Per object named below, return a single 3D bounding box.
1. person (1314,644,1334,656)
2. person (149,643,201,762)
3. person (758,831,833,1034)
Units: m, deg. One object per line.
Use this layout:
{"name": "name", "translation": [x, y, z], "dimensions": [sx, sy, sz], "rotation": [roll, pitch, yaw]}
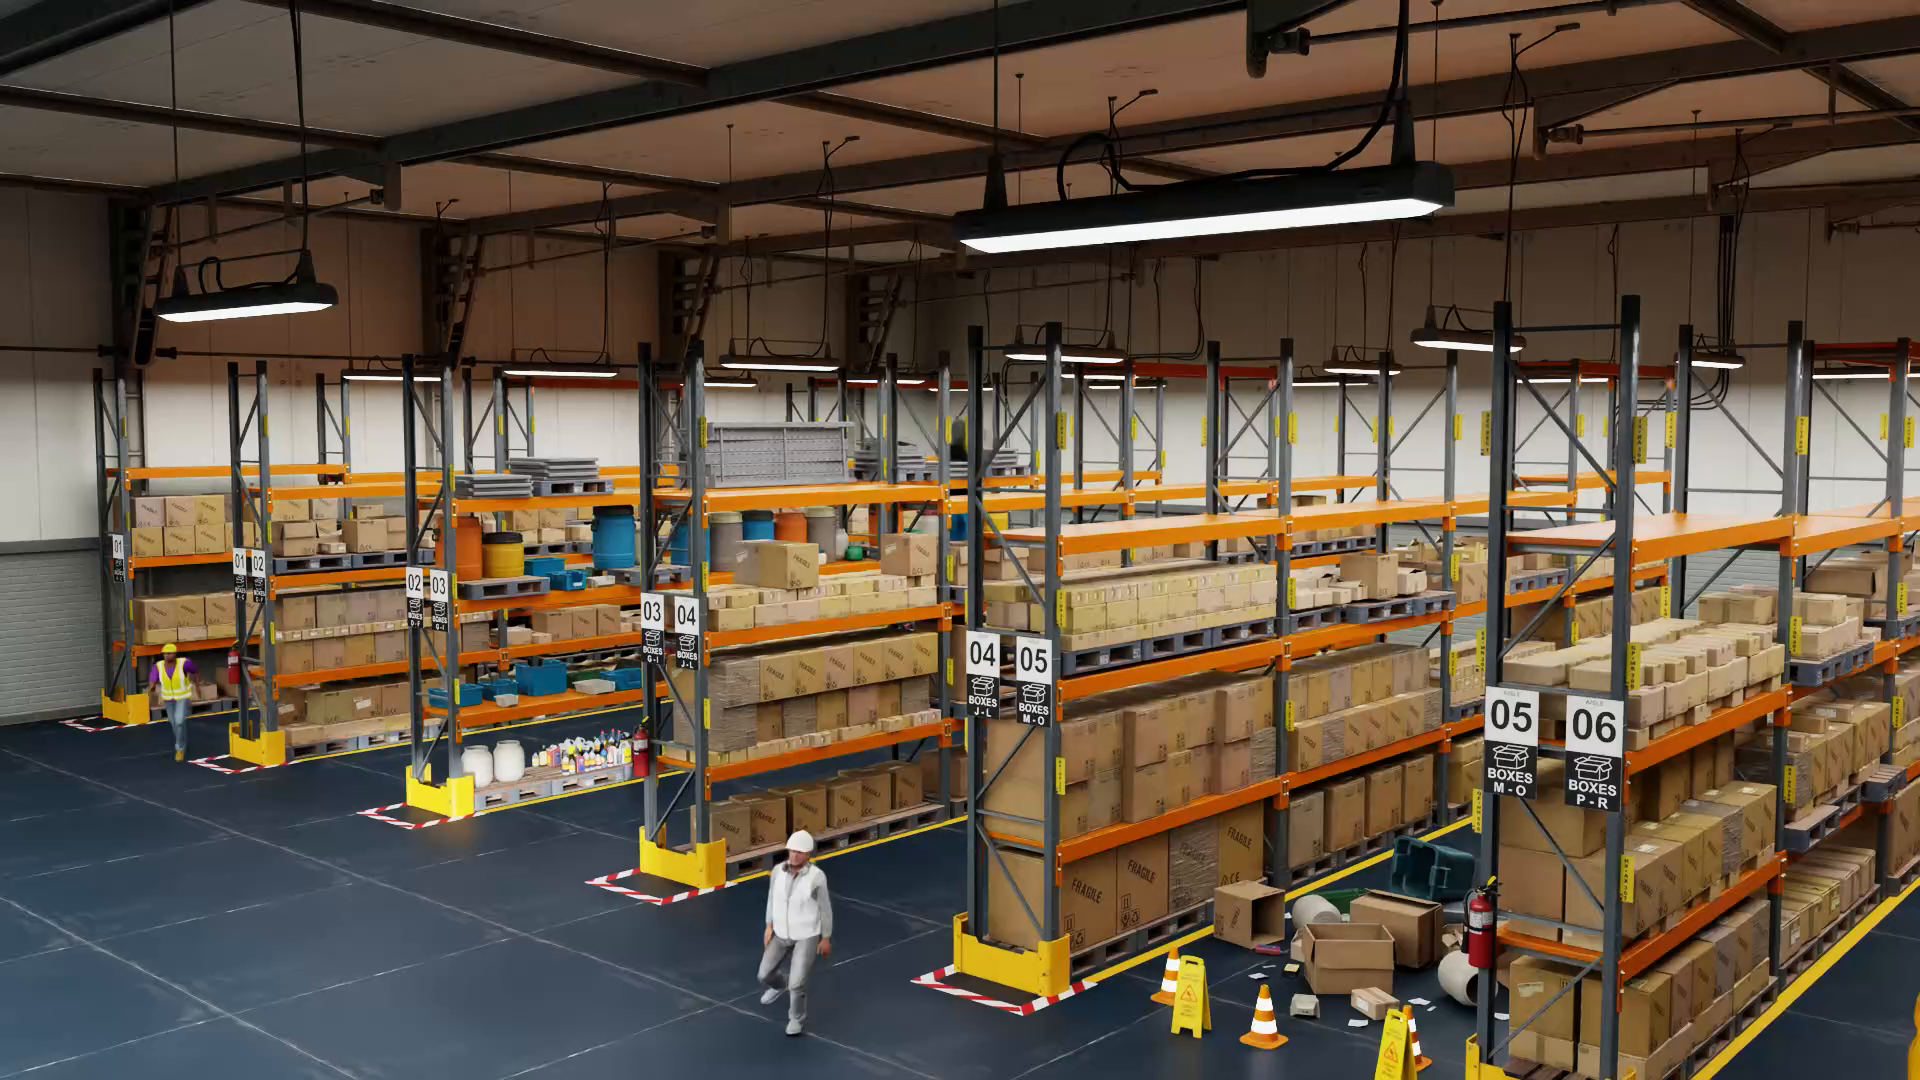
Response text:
{"name": "person", "translation": [5.910, 2.367, 26.601], "dimensions": [0.895, 1.742, 0.596], "rotation": [-4, 6, -43]}
{"name": "person", "translation": [-11.893, 2.442, 25.178], "dimensions": [0.645, 1.796, 1.028], "rotation": [0, 4, -7]}
{"name": "person", "translation": [-1.419, 3.267, 14.070], "dimensions": [0.807, 1.705, 0.583], "rotation": [2, 5, 23]}
